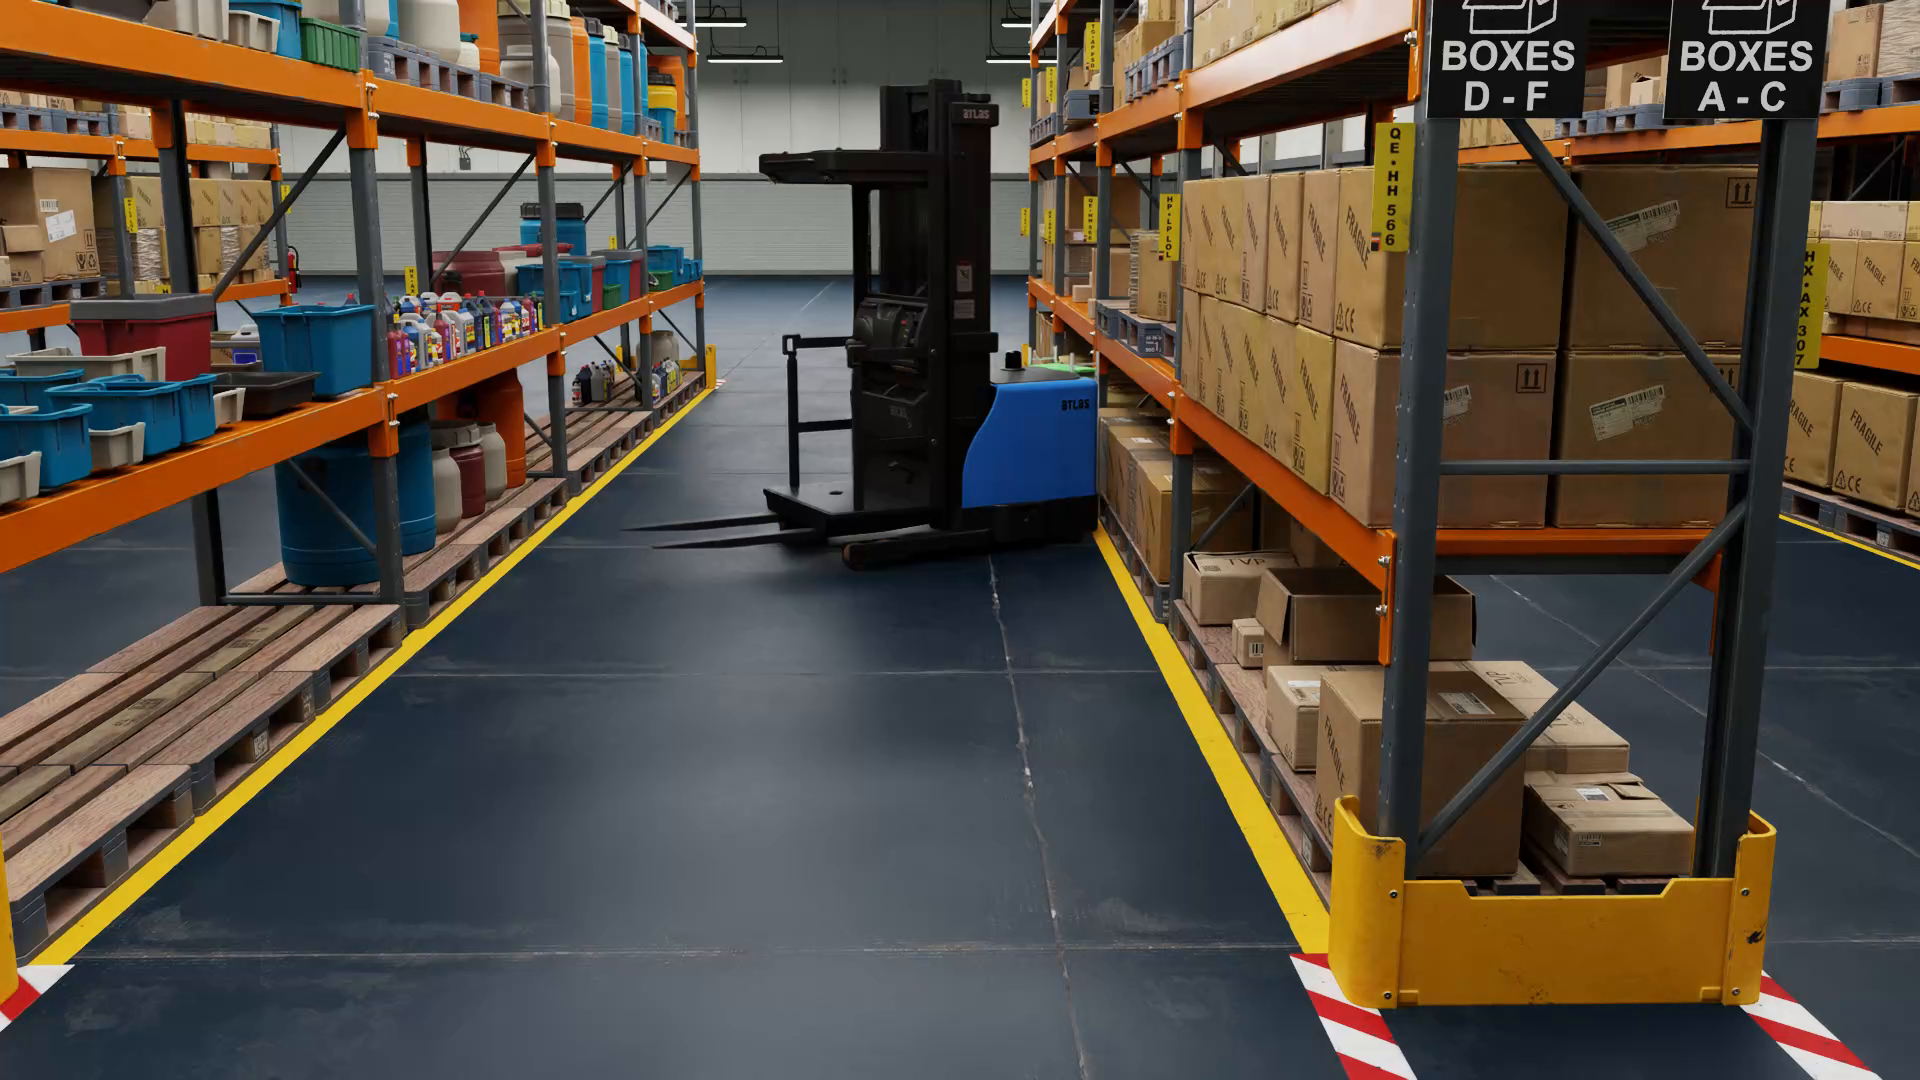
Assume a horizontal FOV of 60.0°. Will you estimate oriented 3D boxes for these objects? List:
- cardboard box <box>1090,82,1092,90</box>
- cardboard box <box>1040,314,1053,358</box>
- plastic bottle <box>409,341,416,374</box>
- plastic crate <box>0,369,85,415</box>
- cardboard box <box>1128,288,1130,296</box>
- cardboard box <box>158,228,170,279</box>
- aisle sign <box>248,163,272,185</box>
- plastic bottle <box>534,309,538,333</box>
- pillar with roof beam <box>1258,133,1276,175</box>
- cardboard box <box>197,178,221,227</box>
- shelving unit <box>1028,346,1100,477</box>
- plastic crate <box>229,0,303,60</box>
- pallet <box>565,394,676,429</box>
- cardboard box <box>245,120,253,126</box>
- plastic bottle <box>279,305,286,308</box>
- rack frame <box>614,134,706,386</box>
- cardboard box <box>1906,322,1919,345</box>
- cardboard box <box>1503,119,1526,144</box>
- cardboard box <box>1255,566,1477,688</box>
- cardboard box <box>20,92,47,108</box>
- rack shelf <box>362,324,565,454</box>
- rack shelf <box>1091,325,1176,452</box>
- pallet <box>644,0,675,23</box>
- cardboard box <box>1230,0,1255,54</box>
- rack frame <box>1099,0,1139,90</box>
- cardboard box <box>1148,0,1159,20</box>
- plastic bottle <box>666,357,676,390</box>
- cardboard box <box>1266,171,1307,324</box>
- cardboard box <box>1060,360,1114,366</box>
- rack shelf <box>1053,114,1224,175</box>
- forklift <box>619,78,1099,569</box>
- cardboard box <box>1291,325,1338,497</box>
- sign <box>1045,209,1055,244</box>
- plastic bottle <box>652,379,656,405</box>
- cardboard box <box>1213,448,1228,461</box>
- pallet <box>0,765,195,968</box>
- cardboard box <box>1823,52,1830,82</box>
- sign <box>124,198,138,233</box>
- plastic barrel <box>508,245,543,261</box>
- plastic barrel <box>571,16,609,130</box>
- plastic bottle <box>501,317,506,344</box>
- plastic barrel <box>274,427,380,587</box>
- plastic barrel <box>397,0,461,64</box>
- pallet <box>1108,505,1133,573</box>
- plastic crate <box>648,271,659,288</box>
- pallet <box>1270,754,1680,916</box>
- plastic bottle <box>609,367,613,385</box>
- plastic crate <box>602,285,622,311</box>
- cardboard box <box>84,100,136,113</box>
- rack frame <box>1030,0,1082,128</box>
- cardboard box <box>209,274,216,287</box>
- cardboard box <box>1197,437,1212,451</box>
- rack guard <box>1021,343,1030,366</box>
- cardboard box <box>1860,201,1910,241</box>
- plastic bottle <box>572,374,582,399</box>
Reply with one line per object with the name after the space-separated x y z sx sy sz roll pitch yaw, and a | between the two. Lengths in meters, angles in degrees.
1.442 -3.943 14.725 0.500 0.250 0.500 -1 12 -7 | cardboard box
1.166 -2.287 18.759 0.500 0.500 0.500 0 11 -1 | cardboard box
-2.966 -0.989 8.888 0.097 0.201 0.097 0 11 0 | plastic bottle
-3.578 -0.521 6.355 0.416 0.233 0.300 0 11 -1 | plastic crate
1.544 -1.806 12.639 0.500 0.311 0.500 0 11 2 | cardboard box
-8.402 -2.916 16.888 0.875 0.500 0.500 0 11 -1 | cardboard box
-8.263 -4.615 19.723 0.394 0.787 0.004 0 11 -1 | aisle sign
-3.026 -1.558 11.695 0.097 0.201 0.097 0 11 0 | plastic bottle
2.498 -9.753 36.500 9.100 9.000 0.548 0 11 -1 | pillar with roof beam
-8.277 -3.605 17.772 0.500 0.500 0.500 0 11 -1 | cardboard box
0.719 -0.734 11.661 0.258 1.200 0.503 -7 14 -33 | shelving unit
-3.024 -2.170 7.089 0.416 0.233 0.300 0 11 -1 | plastic crate
-3.500 -1.319 17.031 1.003 0.211 1.213 0 11 -1 | pallet
-8.241 -4.759 18.802 0.380 0.149 0.250 -1 11 -4 | cardboard box
-3.708 -1.119 9.156 0.144 0.351 0.185 0 11 -1 | plastic bottle
-3.610 -3.347 20.015 1.000 3.000 0.127 0 11 -1 | rack frame
6.278 -1.313 10.570 0.380 0.149 0.250 0 11 -1 | cardboard box
6.073 -4.432 17.513 0.500 0.500 0.500 -1 11 -3 | cardboard box
1.634 0.400 6.717 0.797 0.503 0.637 0 11 -1 | cardboard box
-8.360 -3.955 14.749 0.396 0.266 0.258 0 11 1 | cardboard box
-3.403 -1.007 10.288 1.077 0.370 4.000 0 11 -1 | rack shelf
1.549 -1.027 10.384 1.077 0.370 4.000 0 11 -1 | rack shelf
-3.600 -5.611 17.563 1.003 0.211 1.213 0 11 -1 | pallet
1.368 -2.082 6.609 0.500 0.250 0.500 0 11 -1 | cardboard box
1.508 -4.717 11.676 1.000 3.000 0.127 0 11 -1 | rack frame
1.521 -3.598 10.938 0.500 0.500 0.500 0 11 -1 | cardboard box
-3.146 -1.791 17.898 0.144 0.351 0.185 0 11 1 | plastic bottle
1.362 -1.016 5.758 0.500 0.500 0.500 0 11 0 | cardboard box
1.190 -1.522 15.467 0.500 0.311 0.500 0 11 -2 | cardboard box
1.466 -3.292 14.006 1.077 0.370 4.000 0 11 -1 | rack shelf
-0.623 -1.377 10.477 3.031 2.935 1.130 -6 13 -28 | forklift
1.377 -0.427 5.366 0.500 0.500 0.500 0 11 -1 | cardboard box
0.870 -3.032 16.085 0.100 0.325 0.005 0 11 -1 | sign
-3.096 -1.496 16.644 0.097 0.271 0.097 0 11 0 | plastic bottle
1.803 -0.636 9.942 0.500 0.250 0.500 0 11 -1 | cardboard box
-3.258 1.036 5.423 1.003 0.211 1.213 0 11 -1 | pallet
6.675 -3.471 12.777 0.500 0.500 0.500 0 11 -1 | cardboard box
-7.924 -3.102 15.895 0.100 0.325 0.005 0 11 -1 | sign
-3.712 -2.282 14.421 0.433 0.535 0.433 0 11 0 | plastic barrel
-3.273 -3.908 13.972 0.600 0.901 0.708 0 11 -1 | plastic barrel
-3.007 -1.377 10.801 0.097 0.201 0.097 0 11 0 | plastic bottle
-3.356 -0.248 8.957 0.600 0.901 0.708 0 11 -1 | plastic barrel
-3.257 -3.148 10.088 0.433 0.535 0.433 0 11 0 | plastic barrel
1.508 -0.020 10.625 1.003 0.211 1.213 0 11 -1 | pallet
-3.411 -2.626 16.617 0.767 0.338 0.504 0 11 -1 | plastic crate
1.654 1.007 5.567 1.003 0.211 1.213 0 11 -1 | pallet
-3.882 -1.809 18.365 0.097 0.201 0.097 0 11 0 | plastic bottle
-3.209 -2.103 14.416 0.450 0.188 0.662 0 11 -1 | plastic crate
-8.178 -4.190 15.997 0.380 0.149 0.250 -1 11 -3 | cardboard box
1.342 -6.307 19.515 1.000 3.000 0.127 0 11 -1 | rack frame
-8.278 -2.800 17.950 0.380 0.149 0.250 0 11 -1 | cardboard box
1.789 -0.375 10.545 0.500 0.500 0.500 -1 11 -3 | cardboard box
1.342 -2.147 20.383 1.175 0.500 0.348 0 11 -1 | rack guard
6.238 -2.072 10.794 0.500 0.250 0.500 0 11 -1 | cardboard box
-3.867 -1.531 16.786 0.061 0.283 0.133 0 11 2 | plastic bottle
